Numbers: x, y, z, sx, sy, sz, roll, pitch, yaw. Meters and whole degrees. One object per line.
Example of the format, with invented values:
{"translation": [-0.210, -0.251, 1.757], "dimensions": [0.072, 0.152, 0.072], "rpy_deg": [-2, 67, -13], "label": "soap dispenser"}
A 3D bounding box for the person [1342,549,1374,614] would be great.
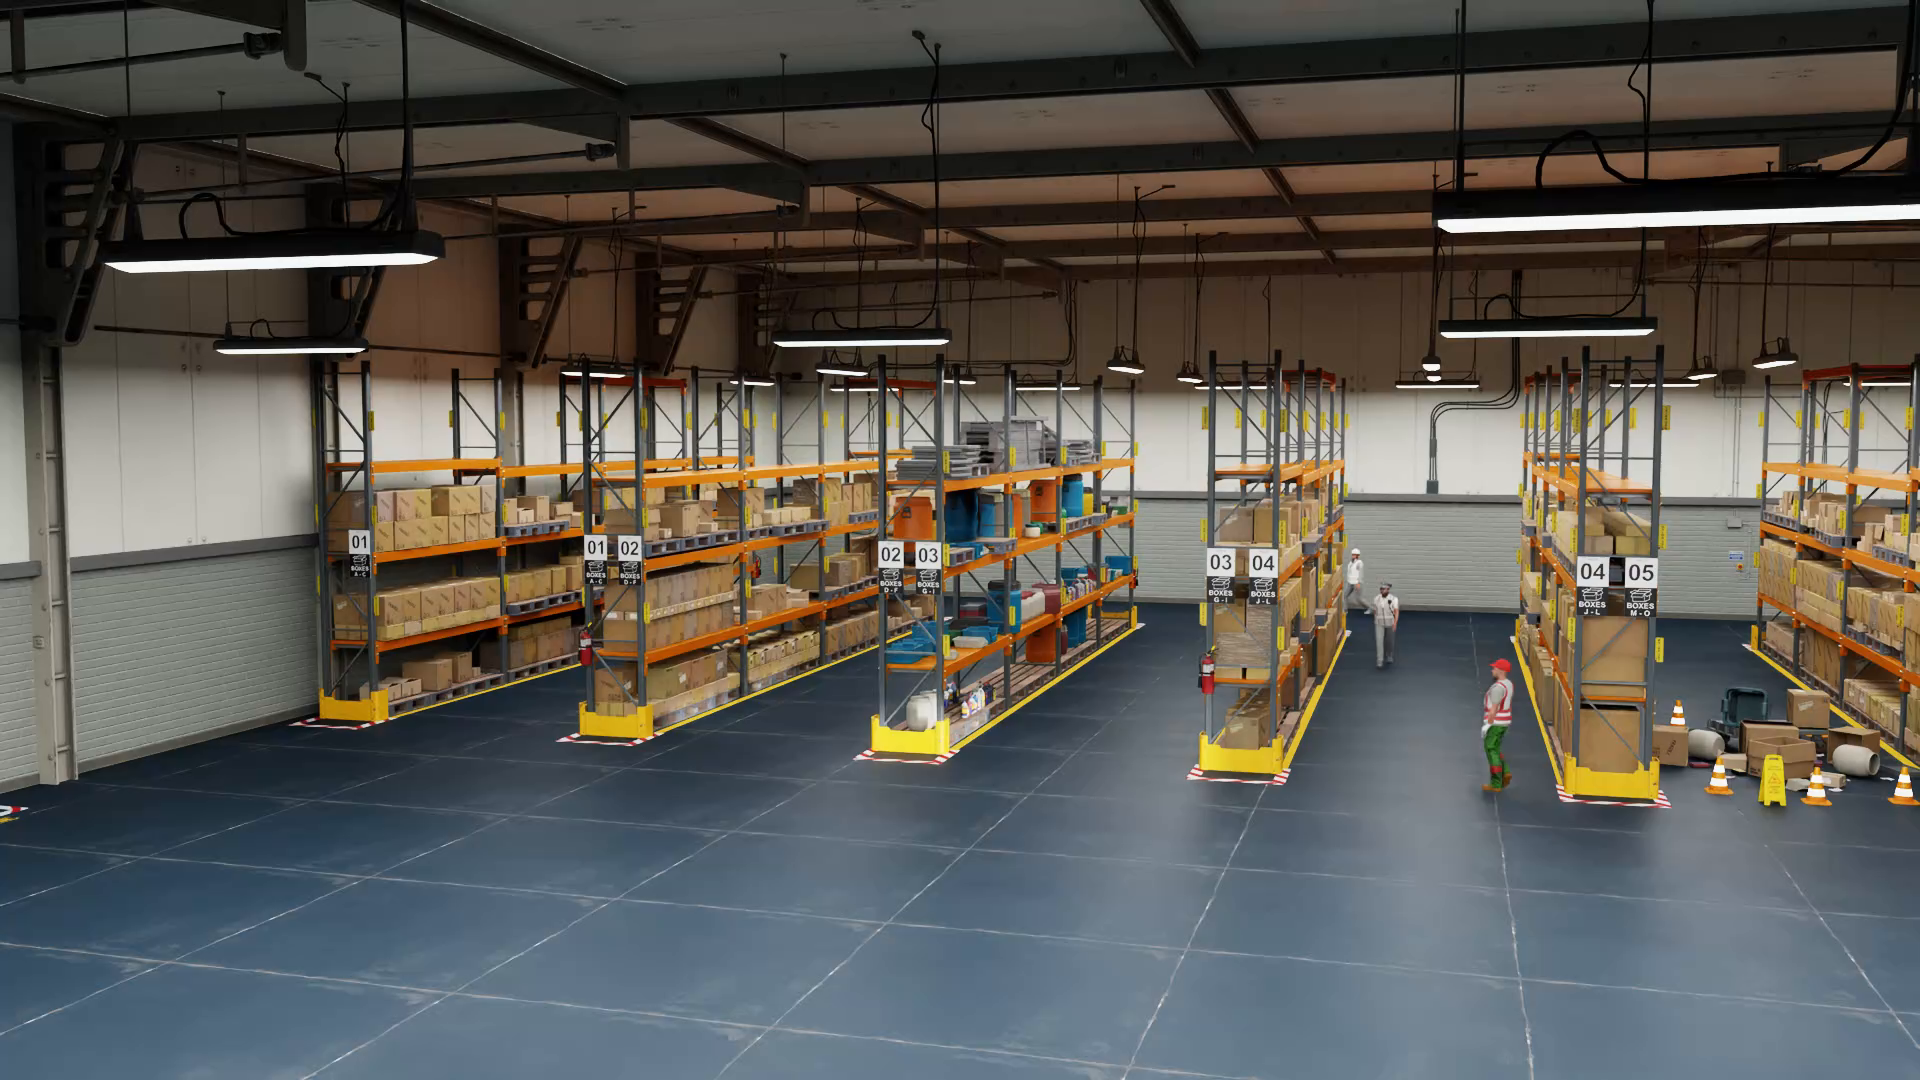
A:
{"translation": [10.146, 1.089, 42.705], "dimensions": [0.963, 1.733, 0.684], "rpy_deg": [-1, 4, -10], "label": "person"}

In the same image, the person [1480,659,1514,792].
{"translation": [7.227, 2.487, 22.439], "dimensions": [0.462, 1.782, 0.617], "rpy_deg": [4, 6, 44], "label": "person"}

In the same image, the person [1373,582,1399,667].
{"translation": [8.706, 1.706, 33.993], "dimensions": [0.518, 1.726, 1.021], "rpy_deg": [1, 4, 14], "label": "person"}
